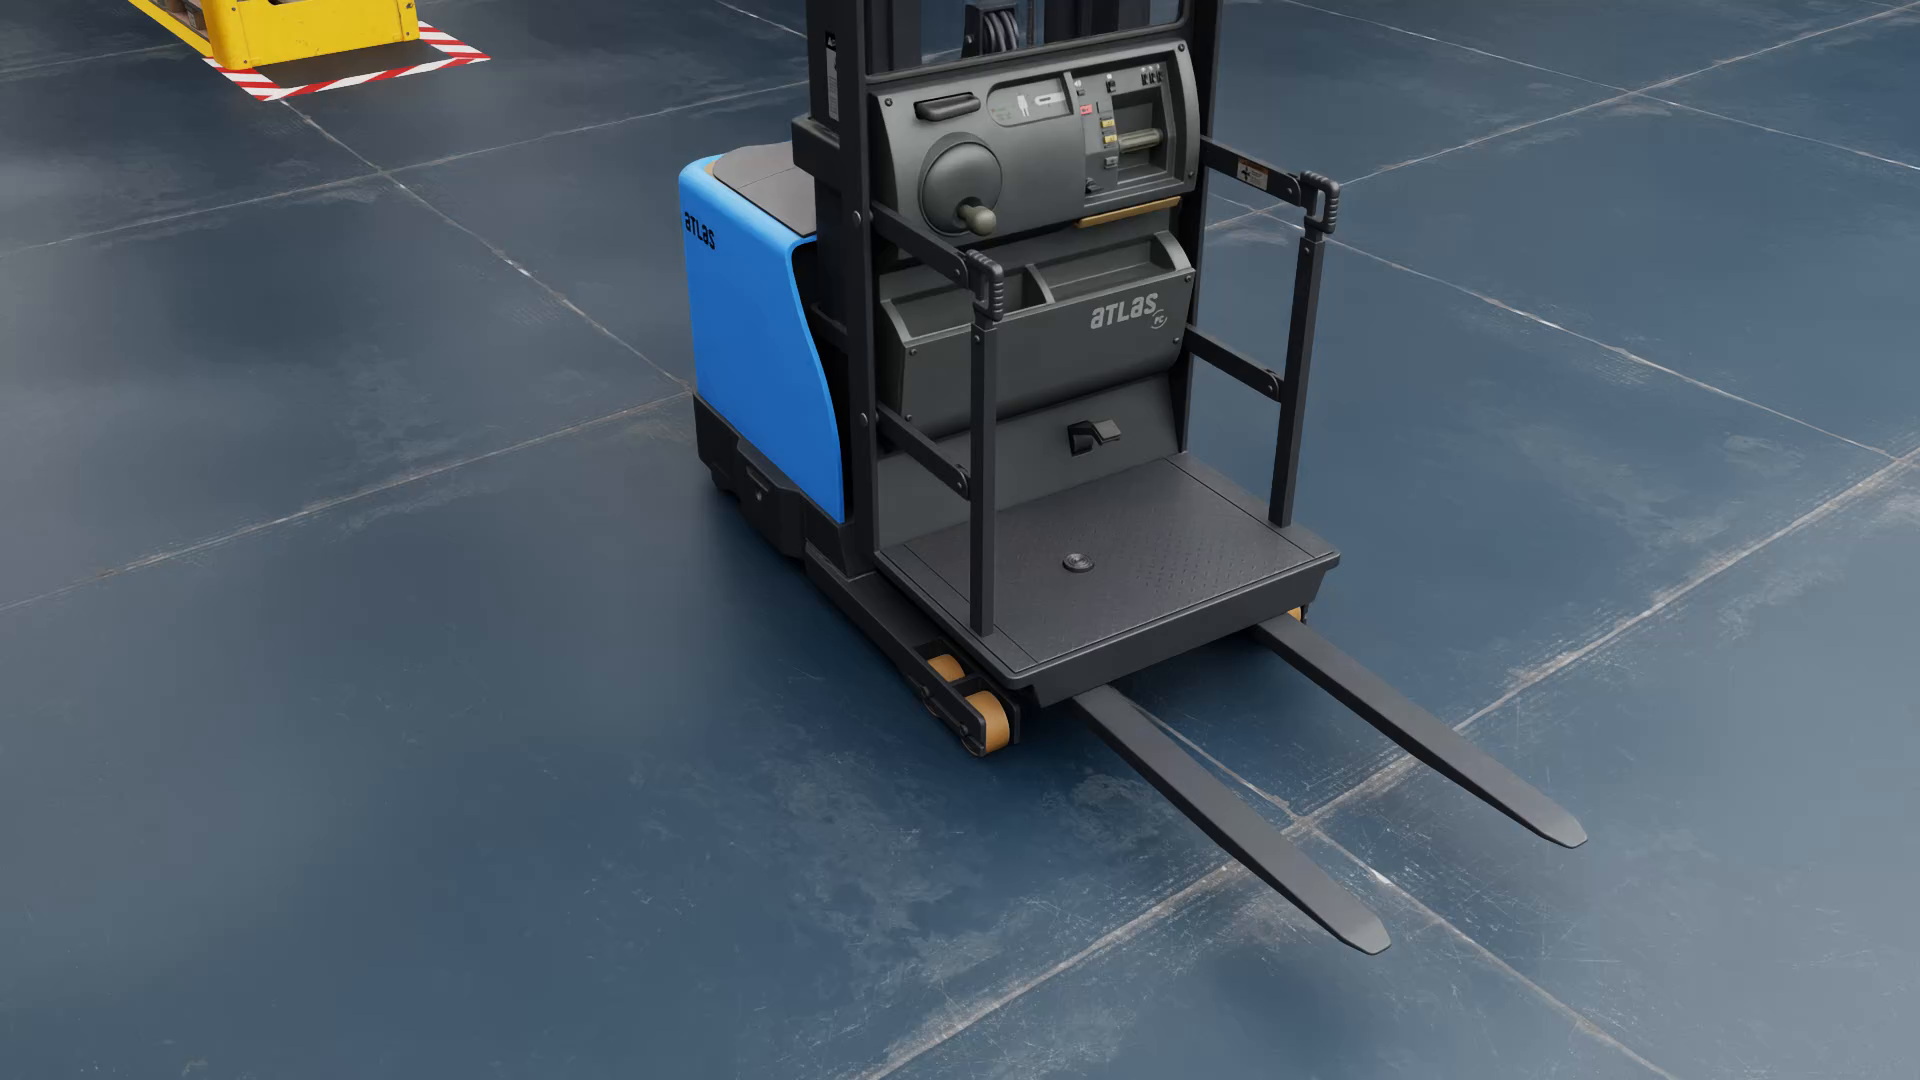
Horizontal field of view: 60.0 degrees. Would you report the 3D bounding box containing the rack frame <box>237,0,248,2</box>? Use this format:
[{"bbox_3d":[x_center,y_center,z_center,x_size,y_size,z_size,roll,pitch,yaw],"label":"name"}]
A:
[{"bbox_3d":[-3.778,-4.225,9.210,1.000,3.000,0.127,-22,38,-31],"label":"rack frame"}]

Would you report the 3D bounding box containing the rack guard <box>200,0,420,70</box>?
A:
[{"bbox_3d":[-3.862,-3.180,9.896,1.175,0.500,0.348,-22,38,-31],"label":"rack guard"}]

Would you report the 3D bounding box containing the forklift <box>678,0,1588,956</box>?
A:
[{"bbox_3d":[0.331,-0.966,4.028,1.130,2.935,3.031,-18,36,-27],"label":"forklift"}]

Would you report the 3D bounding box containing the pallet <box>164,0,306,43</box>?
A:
[{"bbox_3d":[-4.356,-3.397,10.520,1.003,0.211,1.213,-22,38,-31],"label":"pallet"}]

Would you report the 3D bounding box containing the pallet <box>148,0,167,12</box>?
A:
[{"bbox_3d":[-5.100,-3.905,11.338,1.003,0.211,1.213,-22,38,-31],"label":"pallet"}]
